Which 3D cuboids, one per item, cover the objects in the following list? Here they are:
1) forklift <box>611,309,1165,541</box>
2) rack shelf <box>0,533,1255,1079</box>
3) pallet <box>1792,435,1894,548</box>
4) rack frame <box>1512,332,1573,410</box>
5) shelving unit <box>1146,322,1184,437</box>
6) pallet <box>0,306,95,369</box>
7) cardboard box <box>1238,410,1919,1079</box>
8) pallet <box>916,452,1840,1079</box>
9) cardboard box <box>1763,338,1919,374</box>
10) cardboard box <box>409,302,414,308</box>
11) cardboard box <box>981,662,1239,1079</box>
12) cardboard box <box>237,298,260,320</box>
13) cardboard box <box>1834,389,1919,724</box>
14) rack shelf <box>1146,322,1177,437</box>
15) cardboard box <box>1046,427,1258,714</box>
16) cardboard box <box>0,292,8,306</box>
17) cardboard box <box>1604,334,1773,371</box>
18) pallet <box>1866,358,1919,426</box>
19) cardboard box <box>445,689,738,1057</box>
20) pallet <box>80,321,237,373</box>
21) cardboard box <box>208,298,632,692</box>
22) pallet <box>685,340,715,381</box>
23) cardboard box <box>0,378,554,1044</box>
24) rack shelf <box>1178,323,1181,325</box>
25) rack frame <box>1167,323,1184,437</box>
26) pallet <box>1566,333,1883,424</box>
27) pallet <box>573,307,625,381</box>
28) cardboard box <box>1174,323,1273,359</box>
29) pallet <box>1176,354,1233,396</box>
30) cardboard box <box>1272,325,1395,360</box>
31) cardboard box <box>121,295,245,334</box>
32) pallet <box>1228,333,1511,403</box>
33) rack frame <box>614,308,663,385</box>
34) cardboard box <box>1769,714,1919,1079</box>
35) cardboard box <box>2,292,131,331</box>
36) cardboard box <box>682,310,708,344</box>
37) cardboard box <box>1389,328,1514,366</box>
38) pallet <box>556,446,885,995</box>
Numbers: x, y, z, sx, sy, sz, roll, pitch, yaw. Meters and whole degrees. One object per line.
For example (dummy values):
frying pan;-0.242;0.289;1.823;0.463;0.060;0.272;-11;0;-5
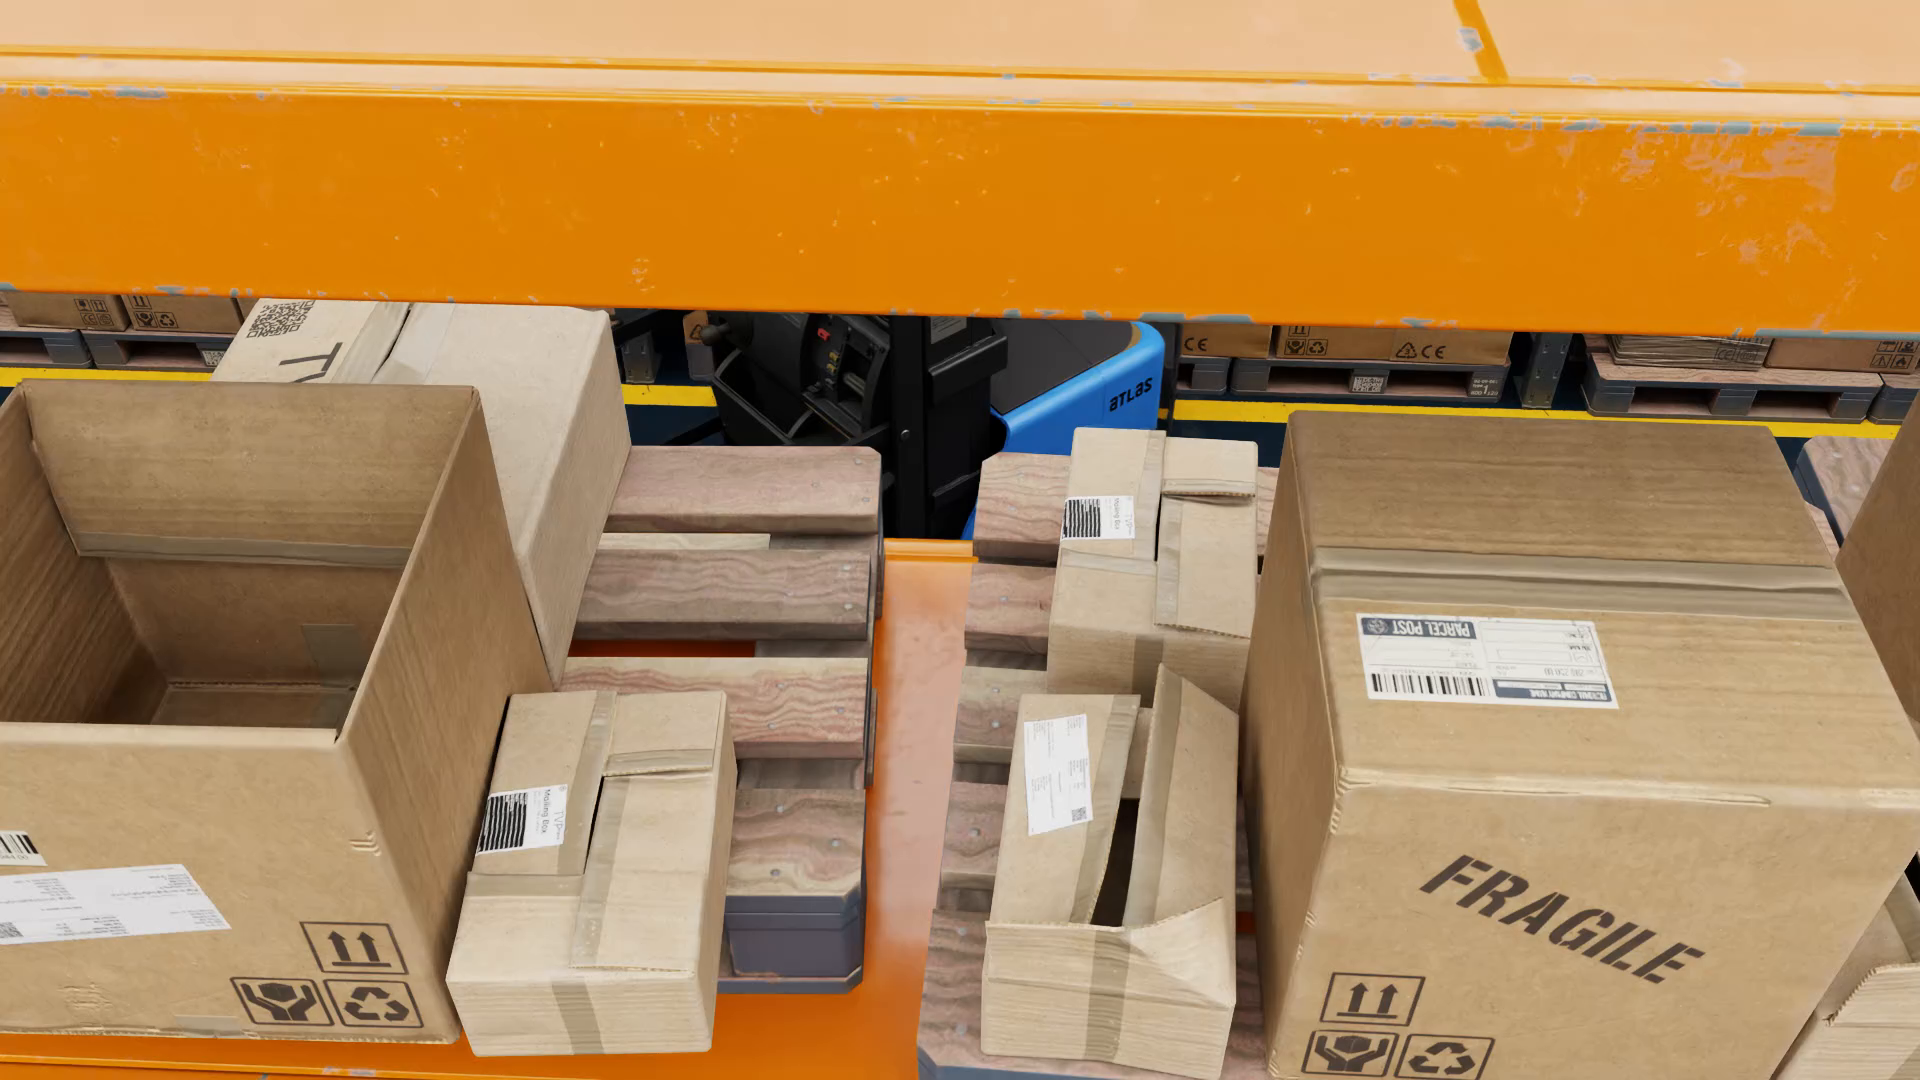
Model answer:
forklift;-0.699;-0.627;5.273;3.031;2.935;1.130;-30;51;-28
rack shelf;0.358;0.469;2.373;4.000;0.370;1.077;2;43;2
pallet;1.711;0.353;2.109;1.003;0.211;1.213;4;43;4
rack frame;2.576;-2.015;6.712;0.127;3.000;1.000;2;43;2
shelving unit;0.651;-1.199;6.482;0.503;2.100;0.431;5;46;6
pallet;-4.543;-1.214;7.899;1.213;0.211;1.003;2;43;2
cardboard box;0.583;0.221;1.731;0.500;0.500;0.500;2;43;2
pallet;0.593;0.321;2.143;1.213;0.211;1.003;4;43;4
cardboard box;3.852;-1.257;7.332;0.625;0.625;0.875;3;43;3
cardboard box;-2.346;-1.119;7.449;0.258;0.266;0.396;3;43;3
cardboard box;0.170;0.335;1.780;0.258;0.266;0.396;5;43;5
cardboard box;-2.920;-1.332;7.505;0.500;0.500;0.700;0;43;0
cardboard box;1.359;0.176;1.778;0.500;0.500;0.700;0;43;0
rack shelf;0.656;-0.700;6.992;0.480;0.518;0.431;5;46;6
cardboard box;0.256;0.032;2.177;0.250;0.166;0.380;5;43;5
cardboard box;-4.386;-1.248;7.673;0.250;0.149;0.380;0;43;0
cardboard box;3.199;-1.271;7.348;0.625;0.625;0.875;3;43;3
pallet;4.612;-0.904;7.565;1.213;0.211;1.003;2;43;2
cardboard box;-0.391;0.354;1.832;0.250;0.166;0.380;-1;43;-1
pallet;-3.328;-1.175;7.856;1.213;0.211;1.003;2;43;2
cardboard box;-0.750;-0.092;2.205;0.500;0.311;0.500;2;43;2
pallet;-0.605;-1.118;7.796;1.213;0.211;1.003;2;43;2
cardboard box;-0.772;0.179;1.775;0.500;0.500;0.500;1;43;1
rack shelf;0.651;-1.190;6.492;0.480;0.518;0.431;5;46;6
rack frame;0.893;-1.177;6.459;0.015;2.100;0.400;5;46;6
pallet;3.397;-0.943;7.607;1.213;0.211;1.003;2;43;2
pallet;-2.106;-1.139;7.818;1.213;0.211;1.003;2;43;2
cardboard box;1.122;-1.157;7.318;0.500;0.500;0.500;3;43;4
pallet;0.616;-1.083;7.757;1.213;0.211;1.003;2;43;2
cardboard box;1.645;-1.143;7.302;0.500;0.500;0.500;1;43;1
cardboard box;-3.433;-1.279;7.448;0.500;0.500;0.500;3;43;3
pallet;1.832;-1.043;7.715;1.213;0.211;1.003;2;43;2
rack frame;-1.420;-2.138;6.844;0.127;3.000;1.000;2;43;2
cardboard box;0.965;0.359;1.754;0.258;0.266;0.396;1;43;1
cardboard box;-3.957;-1.364;7.539;0.500;0.500;0.700;3;43;4
cardboard box;-0.947;-1.209;7.373;0.500;0.500;0.500;3;43;4
cardboard box;2.144;-1.121;7.278;0.500;0.500;0.500;3;43;3
pallet;-0.721;0.209;2.265;1.217;0.209;0.805;0;43;0
